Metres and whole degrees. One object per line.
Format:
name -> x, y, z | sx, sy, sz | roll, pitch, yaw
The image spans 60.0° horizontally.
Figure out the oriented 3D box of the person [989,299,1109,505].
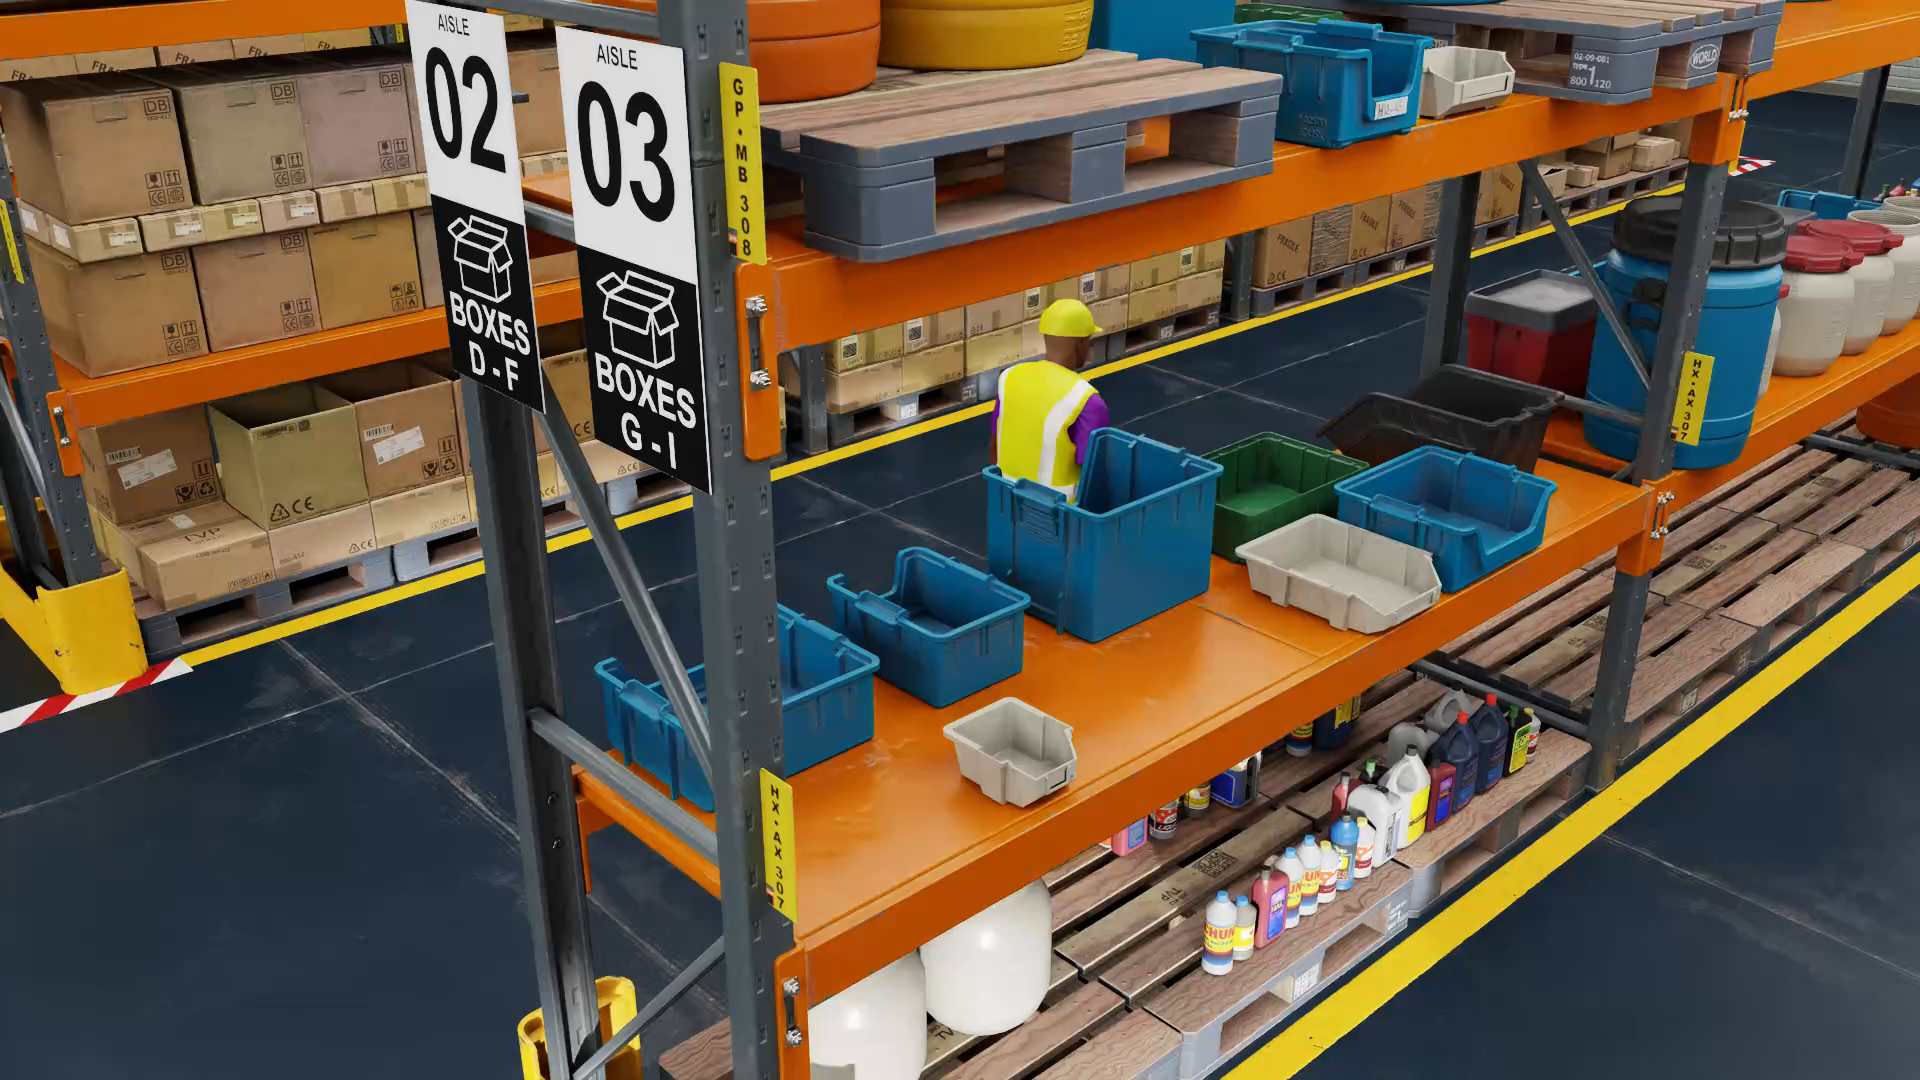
person -> 0.392, -0.120, 6.849 | 0.463, 1.760, 0.631 | -21, 32, -39
